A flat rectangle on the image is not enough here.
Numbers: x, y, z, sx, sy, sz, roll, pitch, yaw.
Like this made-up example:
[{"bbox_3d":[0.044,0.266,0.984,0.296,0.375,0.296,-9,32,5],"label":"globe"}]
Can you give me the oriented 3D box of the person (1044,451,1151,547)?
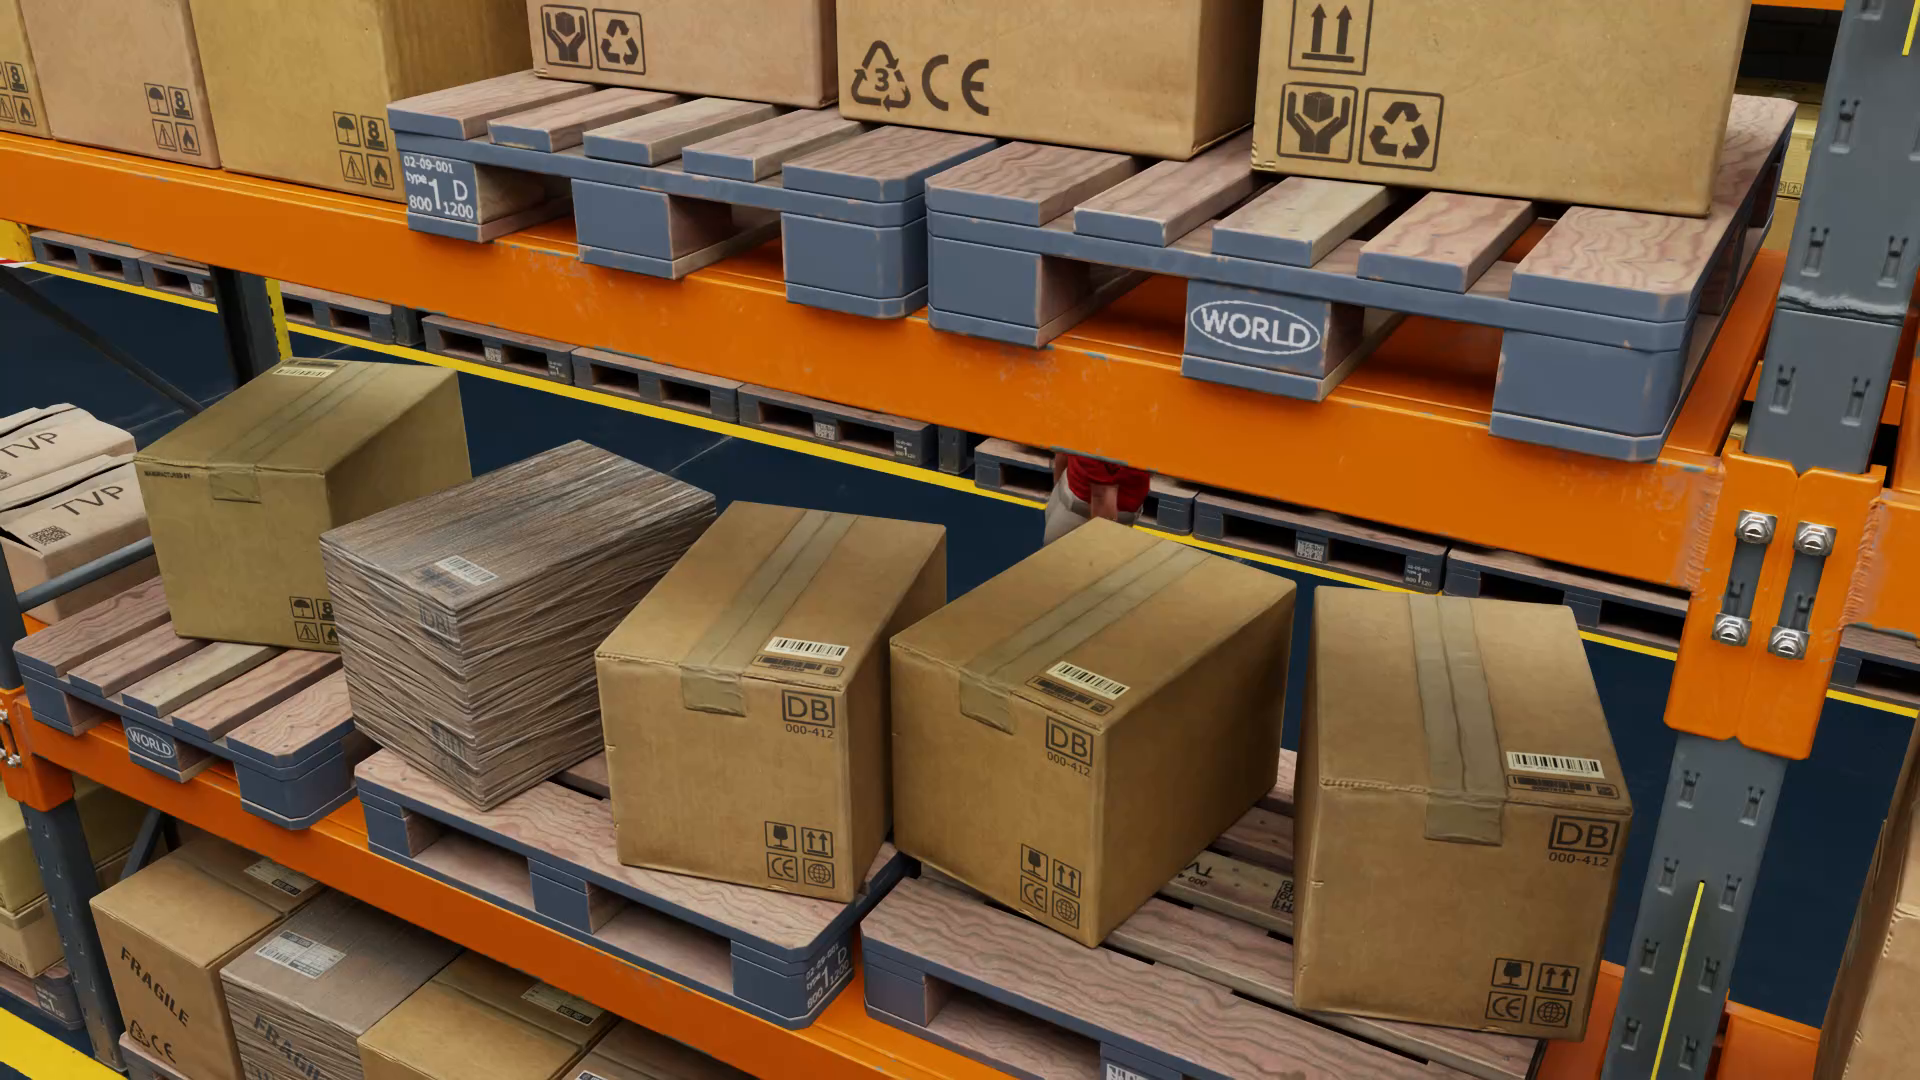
[{"bbox_3d":[0.490,-0.035,6.168,0.508,1.710,0.571,0,26,0],"label":"person"}]
